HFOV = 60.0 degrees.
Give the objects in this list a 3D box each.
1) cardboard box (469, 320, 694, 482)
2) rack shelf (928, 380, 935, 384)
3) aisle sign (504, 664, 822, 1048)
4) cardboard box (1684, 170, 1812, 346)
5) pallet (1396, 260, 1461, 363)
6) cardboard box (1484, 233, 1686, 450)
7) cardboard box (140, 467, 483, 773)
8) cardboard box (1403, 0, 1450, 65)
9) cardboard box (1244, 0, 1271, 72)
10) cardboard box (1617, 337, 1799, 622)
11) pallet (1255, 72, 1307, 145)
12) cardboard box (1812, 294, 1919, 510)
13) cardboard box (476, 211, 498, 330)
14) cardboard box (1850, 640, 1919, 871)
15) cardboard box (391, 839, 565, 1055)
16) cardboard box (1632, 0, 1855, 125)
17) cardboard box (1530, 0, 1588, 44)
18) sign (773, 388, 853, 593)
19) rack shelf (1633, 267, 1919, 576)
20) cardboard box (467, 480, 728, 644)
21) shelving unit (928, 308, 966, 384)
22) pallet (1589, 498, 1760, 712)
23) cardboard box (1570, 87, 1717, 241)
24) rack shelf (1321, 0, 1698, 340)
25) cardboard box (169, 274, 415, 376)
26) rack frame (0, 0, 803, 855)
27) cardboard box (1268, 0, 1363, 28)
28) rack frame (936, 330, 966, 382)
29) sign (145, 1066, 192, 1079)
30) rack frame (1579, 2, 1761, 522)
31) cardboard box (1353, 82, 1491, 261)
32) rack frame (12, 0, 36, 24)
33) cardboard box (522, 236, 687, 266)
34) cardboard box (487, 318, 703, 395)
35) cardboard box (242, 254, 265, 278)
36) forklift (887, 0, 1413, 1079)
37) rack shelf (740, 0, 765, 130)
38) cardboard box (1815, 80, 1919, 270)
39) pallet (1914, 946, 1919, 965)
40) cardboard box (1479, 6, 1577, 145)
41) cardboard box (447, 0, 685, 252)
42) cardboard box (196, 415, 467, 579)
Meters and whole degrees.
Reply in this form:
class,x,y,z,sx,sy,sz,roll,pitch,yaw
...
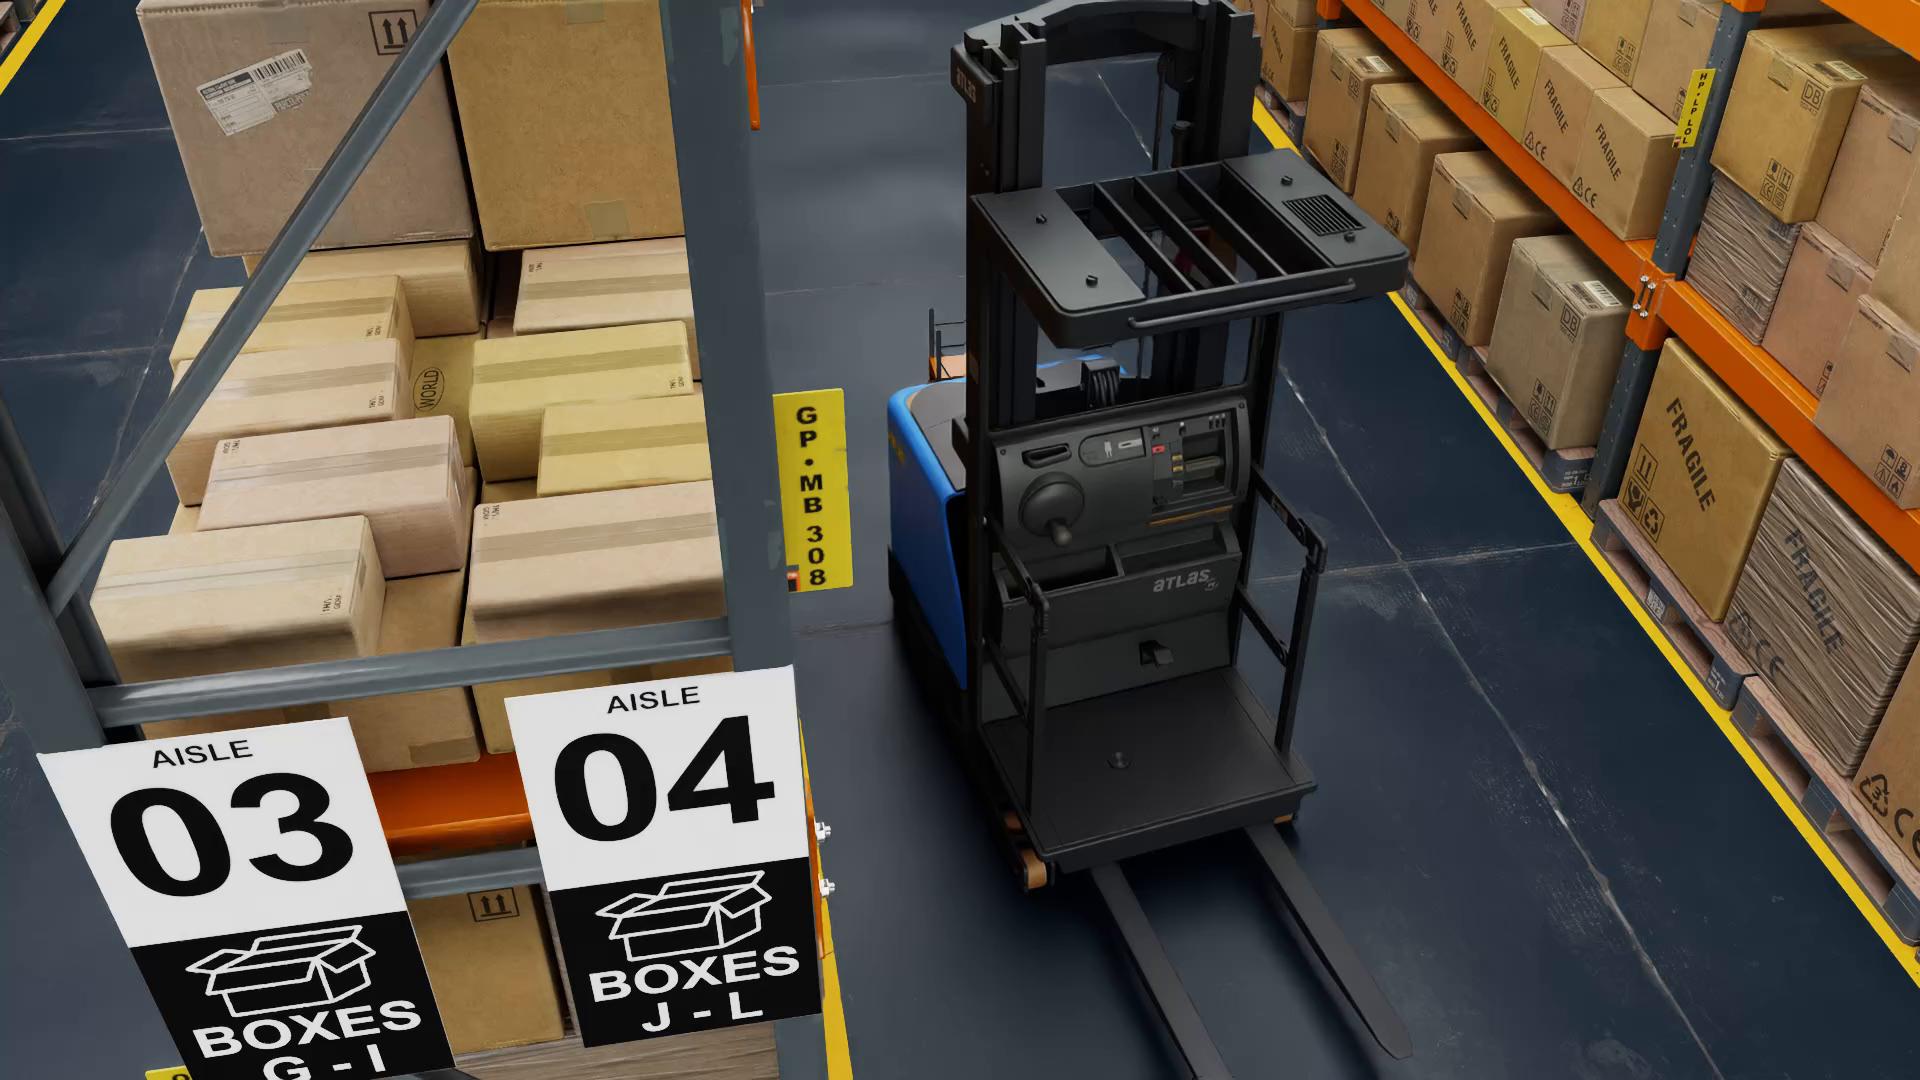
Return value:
class,x,y,z,sx,sy,sz,roll,pitch,yaw
cardboard box,-0.670,-0.252,2.982,0.380,0.149,0.250,-7,38,-9
rack shelf,0.003,-0.620,7.251,0.258,0.103,0.180,-6,38,-8
aisle sign,-0.427,0.507,2.534,0.394,0.787,0.004,-6,38,-8
cardboard box,3.543,-1.198,6.725,0.875,0.550,0.550,-6,38,-8
pallet,3.040,-1.456,9.452,1.003,0.211,1.213,-6,38,-8
cardboard box,3.269,-1.003,8.088,1.050,0.750,0.750,-6,38,-8
cardboard box,-1.068,0.139,2.804,0.500,0.250,0.500,-5,38,-7
cardboard box,2.758,-2.904,8.962,0.500,0.500,0.500,-6,38,-8
cardboard box,2.305,-3.638,11.684,0.500,0.500,0.500,-5,38,-6
cardboard box,3.508,-0.300,7.080,0.875,0.875,0.875,-6,38,-7
pallet,2.629,-3.147,11.629,1.003,0.211,1.213,-6,38,-8
cardboard box,3.640,-0.529,5.864,0.875,0.550,0.550,-6,38,-8
cardboard box,-1.240,-0.473,3.591,0.500,0.250,0.500,-5,38,-7
cardboard box,3.827,0.795,5.671,0.875,0.875,0.875,-7,38,-9
cardboard box,-1.073,0.671,3.303,0.500,0.500,0.500,-6,38,-8
cardboard box,3.373,-2.094,7.104,0.700,0.500,0.500,-7,38,-9
cardboard box,3.193,-2.710,7.896,0.700,0.500,0.500,-6,38,-8
sign,-0.199,-0.060,2.225,0.100,0.325,0.005,-6,38,-8
rack shelf,3.817,0.132,5.722,1.077,0.370,4.000,-6,38,-8
cardboard box,-0.554,0.054,2.588,0.380,0.149,0.250,-6,38,-8
shelving unit,0.003,-0.465,7.371,0.258,1.200,0.189,-6,38,-8
pallet,3.523,0.209,7.310,1.003,0.211,1.213,-6,38,-8
cardboard box,3.112,-1.686,7.394,0.500,0.500,0.500,-6,38,-8
rack shelf,3.116,-2.284,8.832,1.077,0.370,4.000,-6,38,-8
cardboard box,-1.243,-0.361,3.122,0.380,0.149,0.250,-6,38,-8
rack frame,-0.733,-0.841,1.498,1.000,3.000,0.127,-6,38,-8
cardboard box,2.387,-3.636,11.069,0.500,0.250,0.500,-7,38,-9
rack frame,0.019,-0.410,7.300,0.240,1.200,0.006,-6,38,-8
sign,-1.283,0.994,2.825,0.100,0.325,0.005,-6,38,-8
rack frame,3.466,-1.360,7.056,1.000,3.000,0.127,-6,38,-8
cardboard box,2.940,-2.149,9.562,1.050,0.750,0.750,-6,38,-7
rack frame,-7.713,-5.187,11.982,1.000,3.000,0.127,-6,38,-8
cardboard box,-0.686,-0.572,3.393,0.380,0.149,0.250,-6,38,-8
cardboard box,-0.660,-0.227,3.274,0.500,0.250,0.500,-7,38,-9
cardboard box,-1.310,-0.675,3.527,0.380,0.149,0.250,-8,39,-10
forklift,0.640,-0.161,5.568,1.130,2.935,3.031,-12,39,-15
rack shelf,-1.084,-1.764,3.274,1.077,0.370,4.000,-6,38,-8
cardboard box,3.708,-1.300,5.976,0.875,0.550,0.550,-6,38,-8
pallet,3.950,1.682,5.413,1.003,0.211,1.213,-6,38,-8
cardboard box,2.934,-2.297,8.180,0.500,0.500,0.500,-6,38,-7
cardboard box,-0.728,-0.937,3.334,0.500,0.500,0.500,-6,38,-8
cardboard box,-1.019,-0.059,2.733,0.380,0.149,0.250,-7,38,-9
